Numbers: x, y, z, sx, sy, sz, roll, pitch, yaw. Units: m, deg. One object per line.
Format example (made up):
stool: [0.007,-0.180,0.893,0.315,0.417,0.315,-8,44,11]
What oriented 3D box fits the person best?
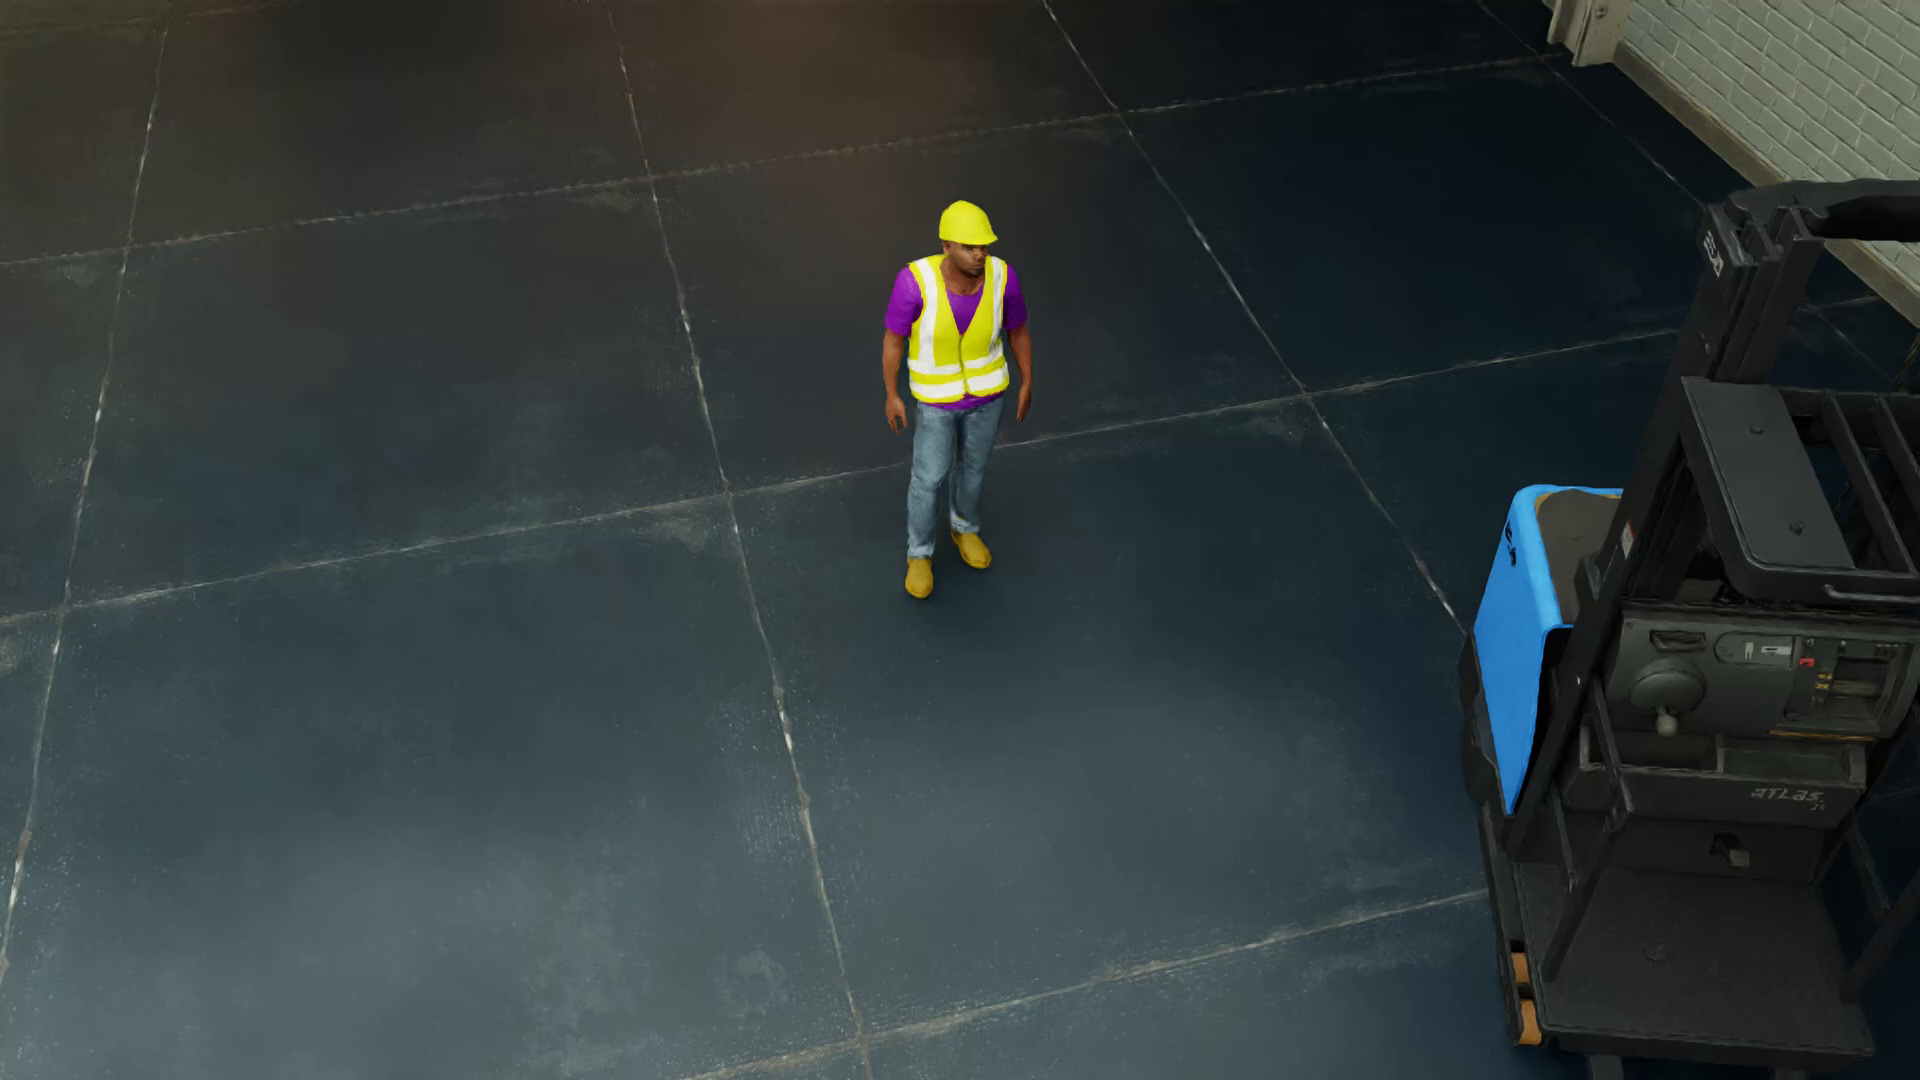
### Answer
person: [0.012,-0.600,7.118,0.665,1.766,0.576,-10,44,-11]

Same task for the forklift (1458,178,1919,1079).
forklift: [2.521,0.531,5.083,1.130,2.935,3.031,4,44,4]
